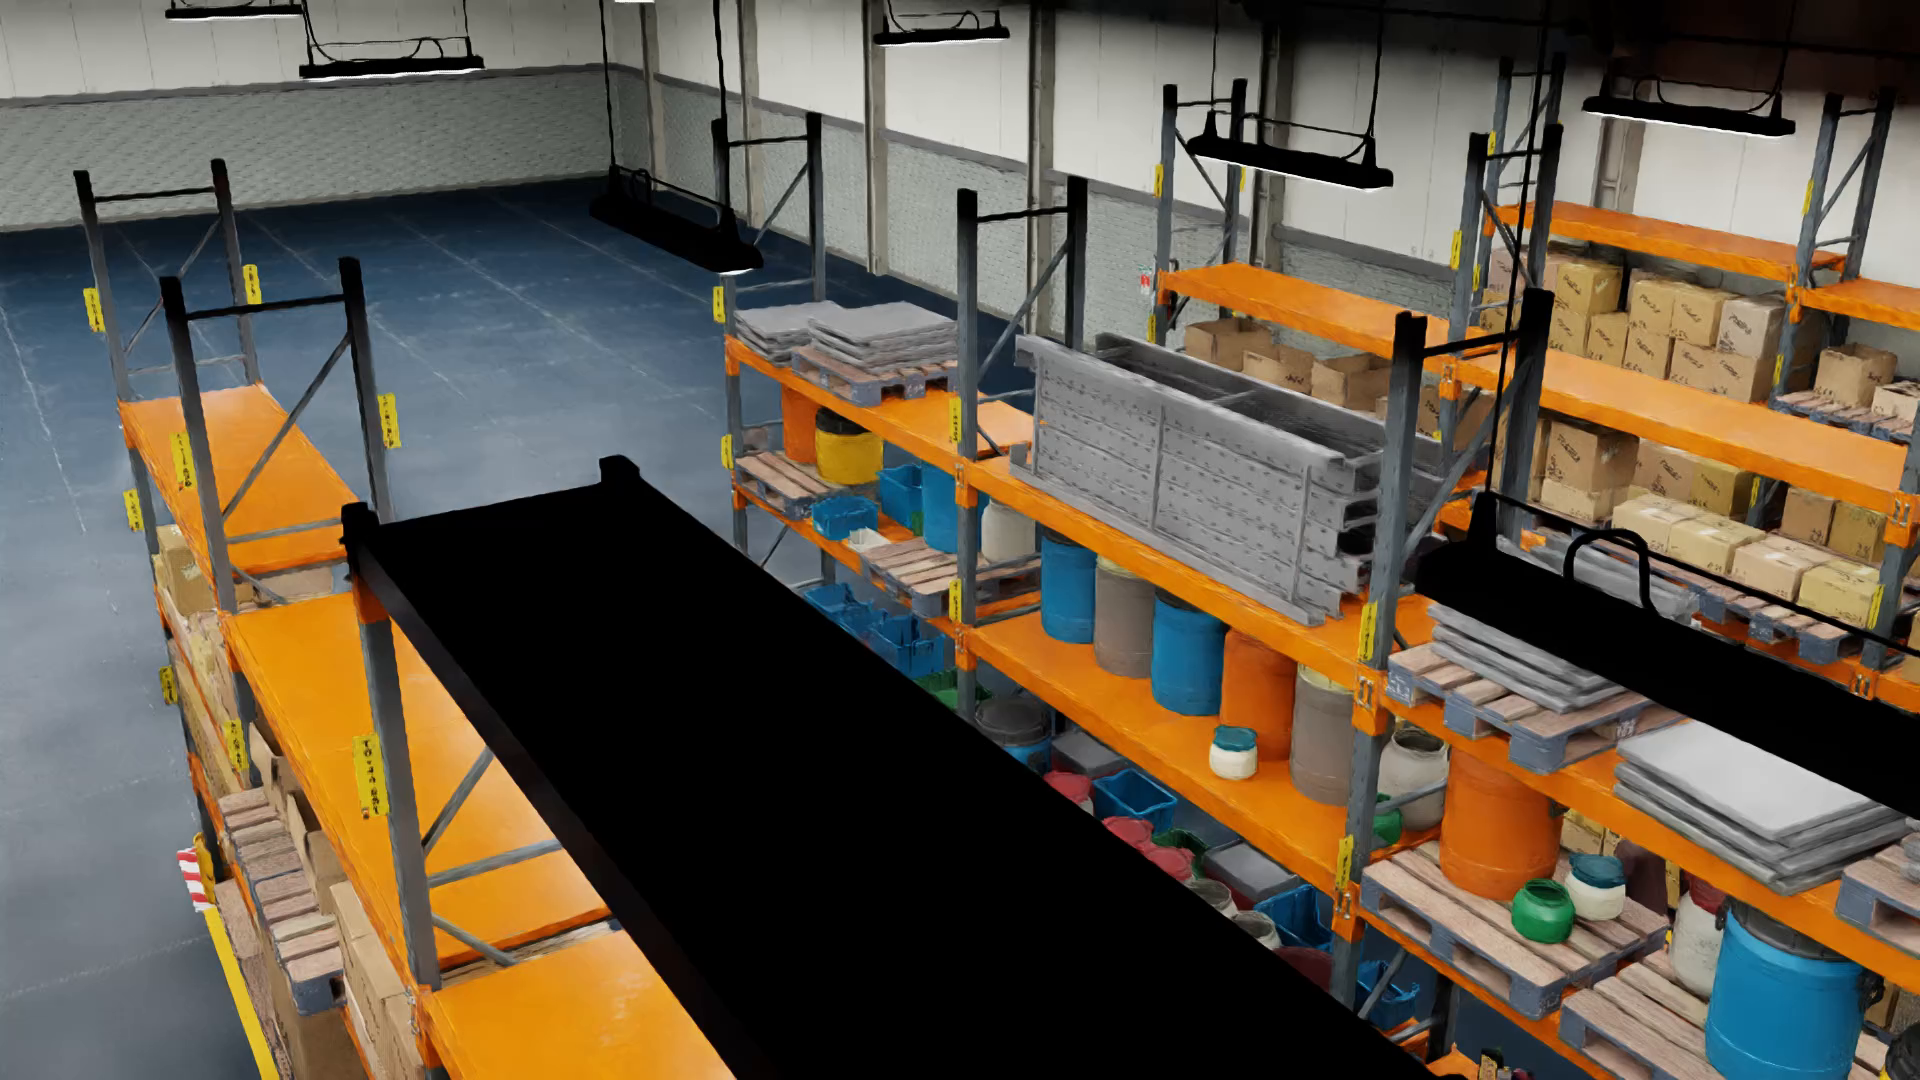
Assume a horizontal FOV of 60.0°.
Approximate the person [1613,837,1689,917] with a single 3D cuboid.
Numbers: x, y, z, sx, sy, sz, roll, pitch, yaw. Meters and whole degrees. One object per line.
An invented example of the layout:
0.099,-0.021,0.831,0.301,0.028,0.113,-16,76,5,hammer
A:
5.029,2.711,12.330,0.729,1.710,0.929,-15,27,-34,person
